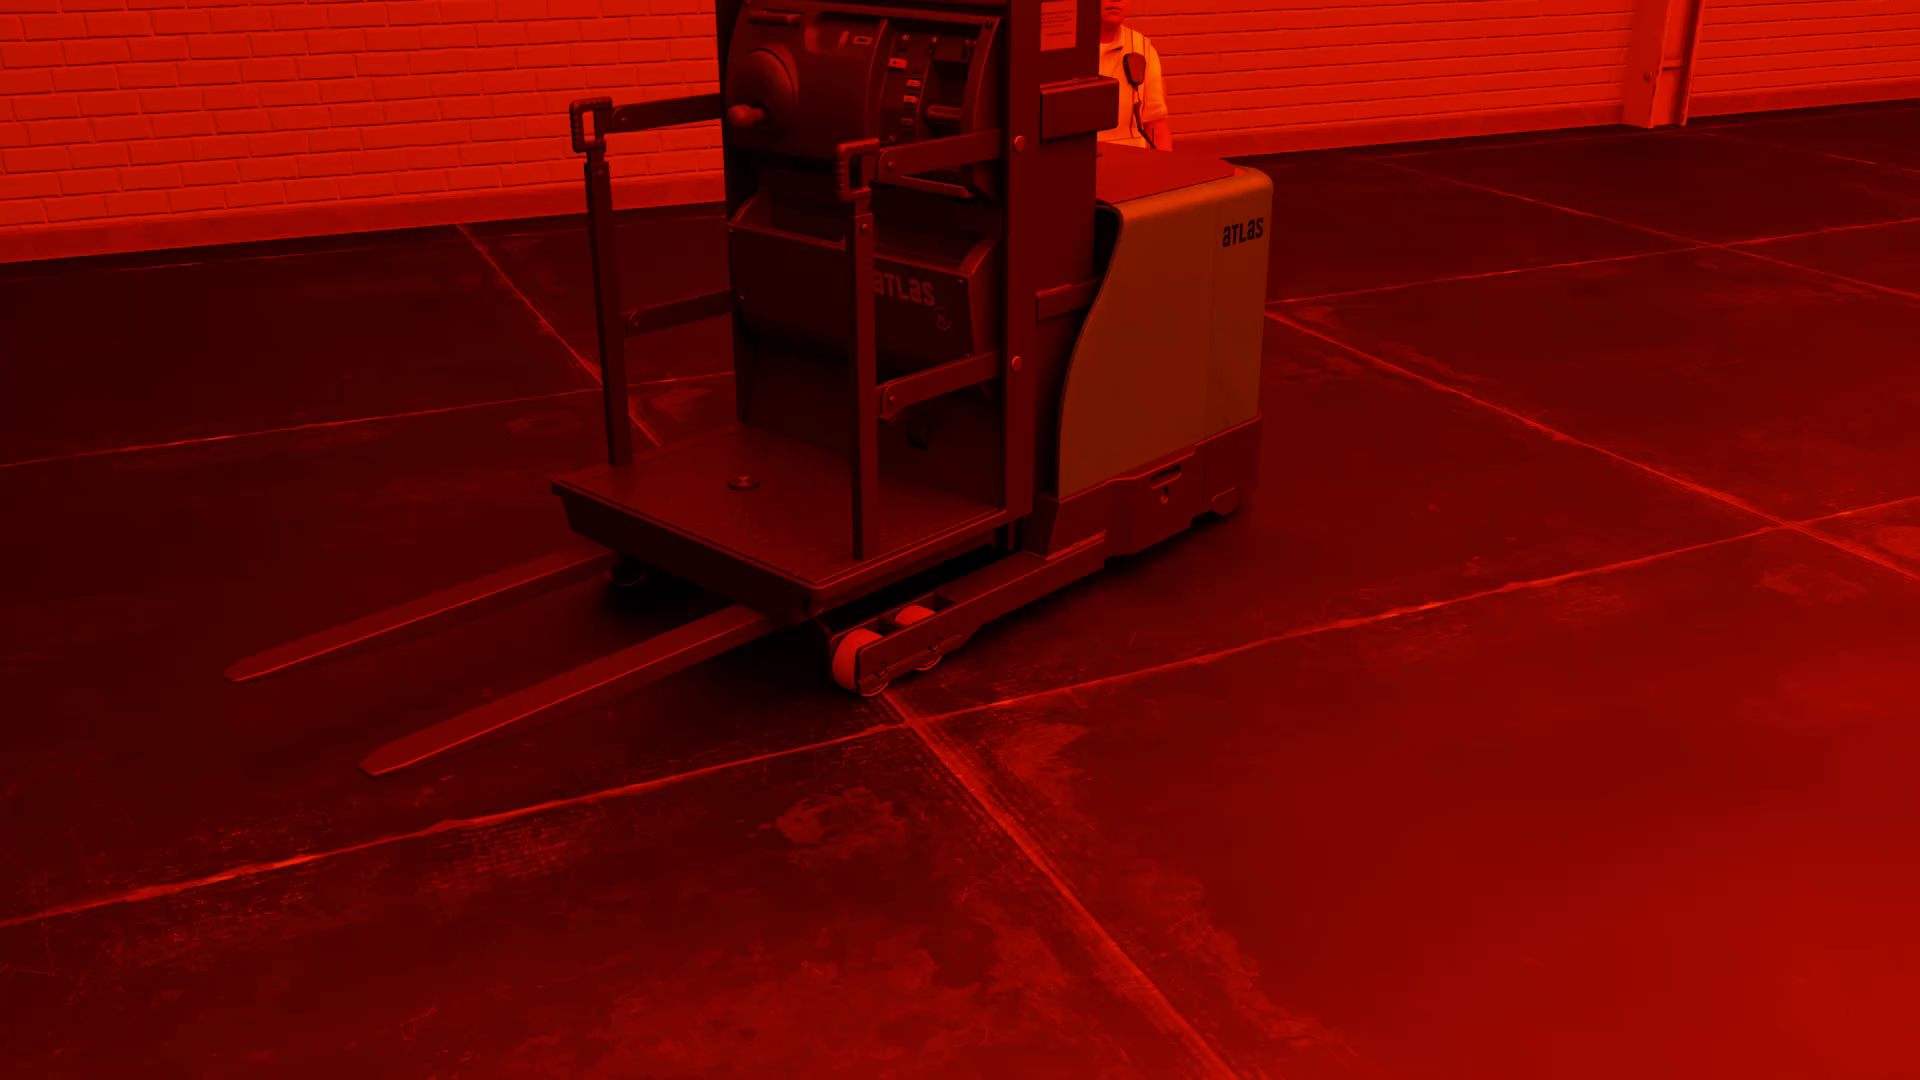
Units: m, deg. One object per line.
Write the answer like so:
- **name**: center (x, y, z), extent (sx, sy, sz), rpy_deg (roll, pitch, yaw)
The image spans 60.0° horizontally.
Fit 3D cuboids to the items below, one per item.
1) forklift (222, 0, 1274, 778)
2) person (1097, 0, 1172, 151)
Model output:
- **forklift**: center (-0.413, -1.182, 4.131), extent (1.130, 2.935, 3.031), rpy_deg (19, 29, 39)
- **person**: center (0.418, -1.067, 5.481), extent (0.598, 1.670, 0.529), rpy_deg (-2, 23, -4)
